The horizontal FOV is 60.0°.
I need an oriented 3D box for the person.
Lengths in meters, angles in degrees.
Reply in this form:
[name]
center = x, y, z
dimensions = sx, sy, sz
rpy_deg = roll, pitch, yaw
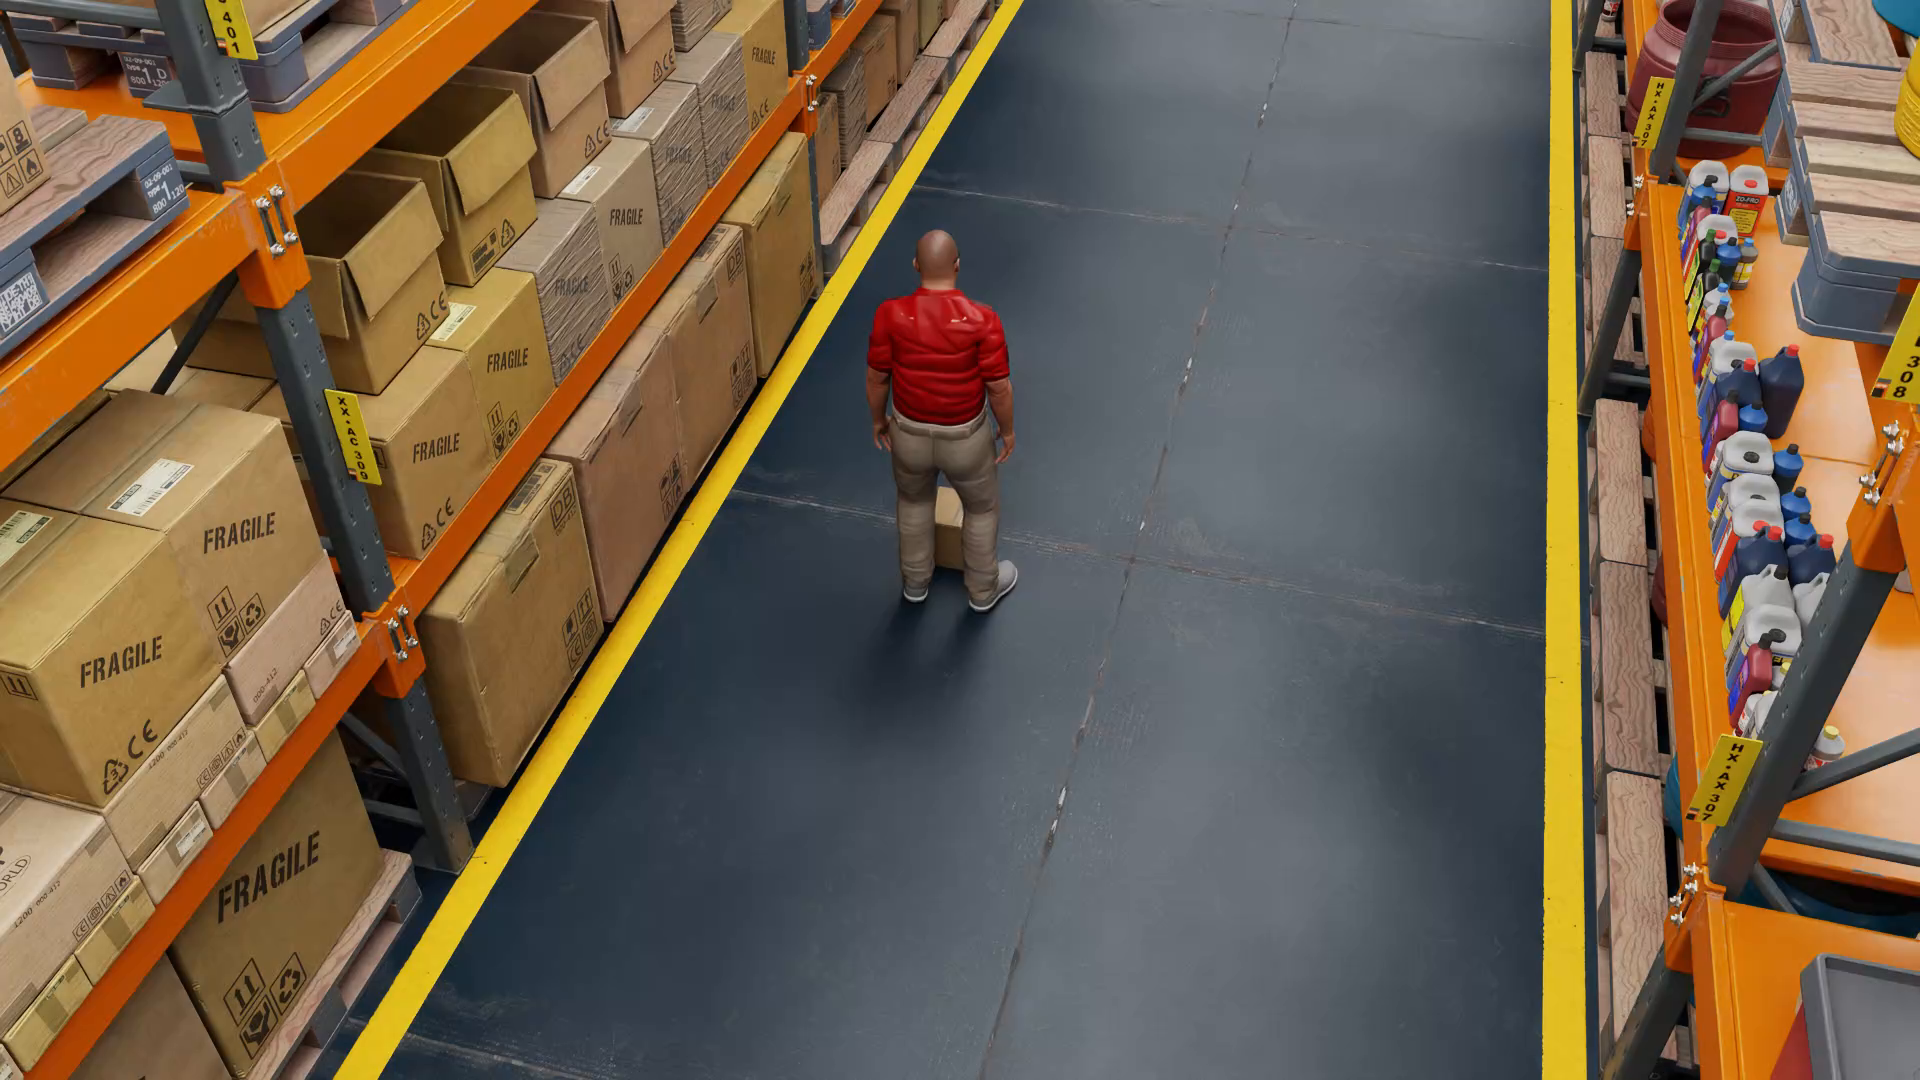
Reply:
[person]
center = -0.066, -0.444, 6.683
dimensions = 0.602, 1.726, 0.393
rpy_deg = 8, 41, 9
